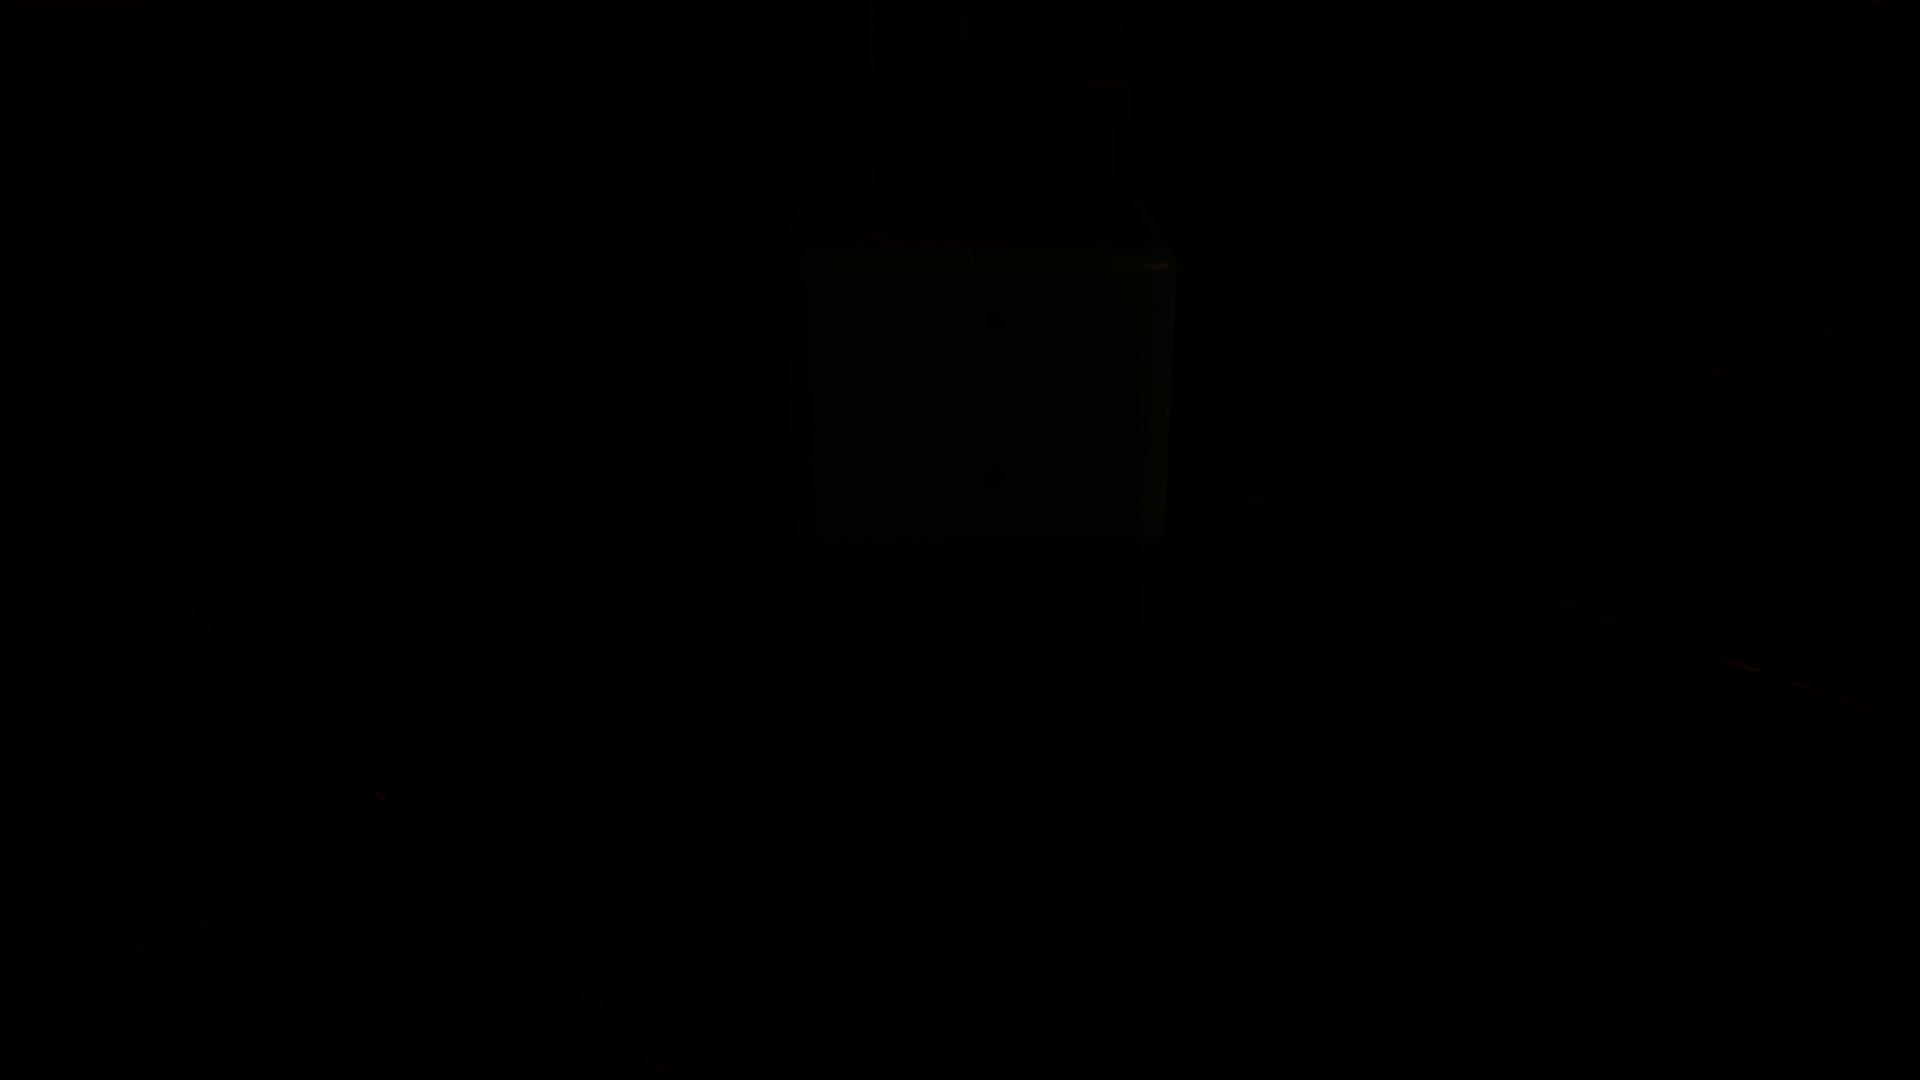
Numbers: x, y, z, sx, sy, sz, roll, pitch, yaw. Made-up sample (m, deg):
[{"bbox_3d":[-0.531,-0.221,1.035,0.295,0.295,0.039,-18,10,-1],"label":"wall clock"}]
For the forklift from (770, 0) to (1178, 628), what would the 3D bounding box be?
[{"bbox_3d":[0.025,-1.623,5.302,1.130,2.935,3.031,0,22,0],"label":"forklift"}]

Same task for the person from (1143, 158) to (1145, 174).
[{"bbox_3d":[0.488,-1.748,7.571,0.727,1.533,0.588,-1,22,-2],"label":"person"}]
